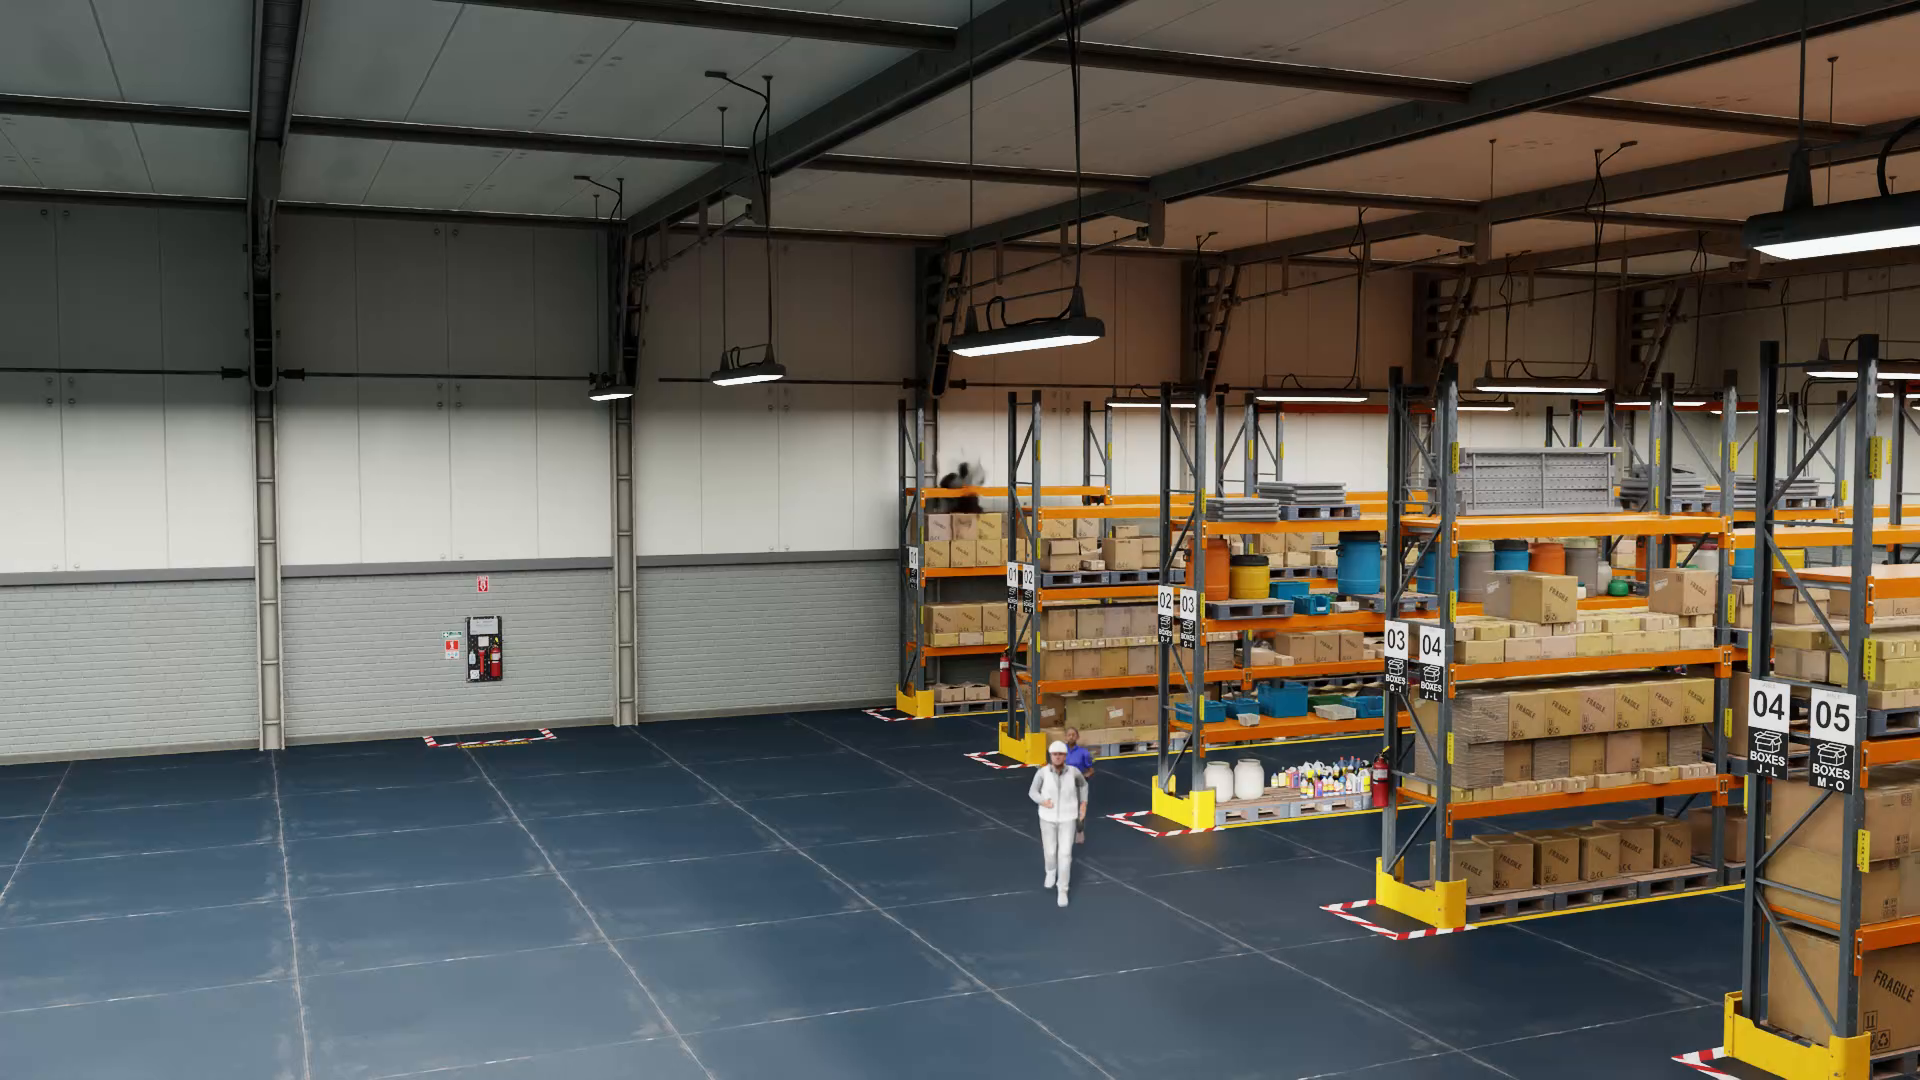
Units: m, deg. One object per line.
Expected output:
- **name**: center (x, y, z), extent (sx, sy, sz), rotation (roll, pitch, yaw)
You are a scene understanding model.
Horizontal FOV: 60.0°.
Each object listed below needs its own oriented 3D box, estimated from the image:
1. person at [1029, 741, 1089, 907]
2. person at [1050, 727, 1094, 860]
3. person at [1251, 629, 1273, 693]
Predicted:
- **person**: center (1.119, 3.169, 18.873), extent (0.677, 1.806, 0.849), rotation (0, 3, 4)
- **person**: center (1.382, 3.135, 20.778), extent (0.586, 1.615, 0.750), rotation (0, 3, 7)
- **person**: center (5.573, 2.481, 31.330), extent (0.927, 1.704, 0.663), rotation (-2, 4, -32)
